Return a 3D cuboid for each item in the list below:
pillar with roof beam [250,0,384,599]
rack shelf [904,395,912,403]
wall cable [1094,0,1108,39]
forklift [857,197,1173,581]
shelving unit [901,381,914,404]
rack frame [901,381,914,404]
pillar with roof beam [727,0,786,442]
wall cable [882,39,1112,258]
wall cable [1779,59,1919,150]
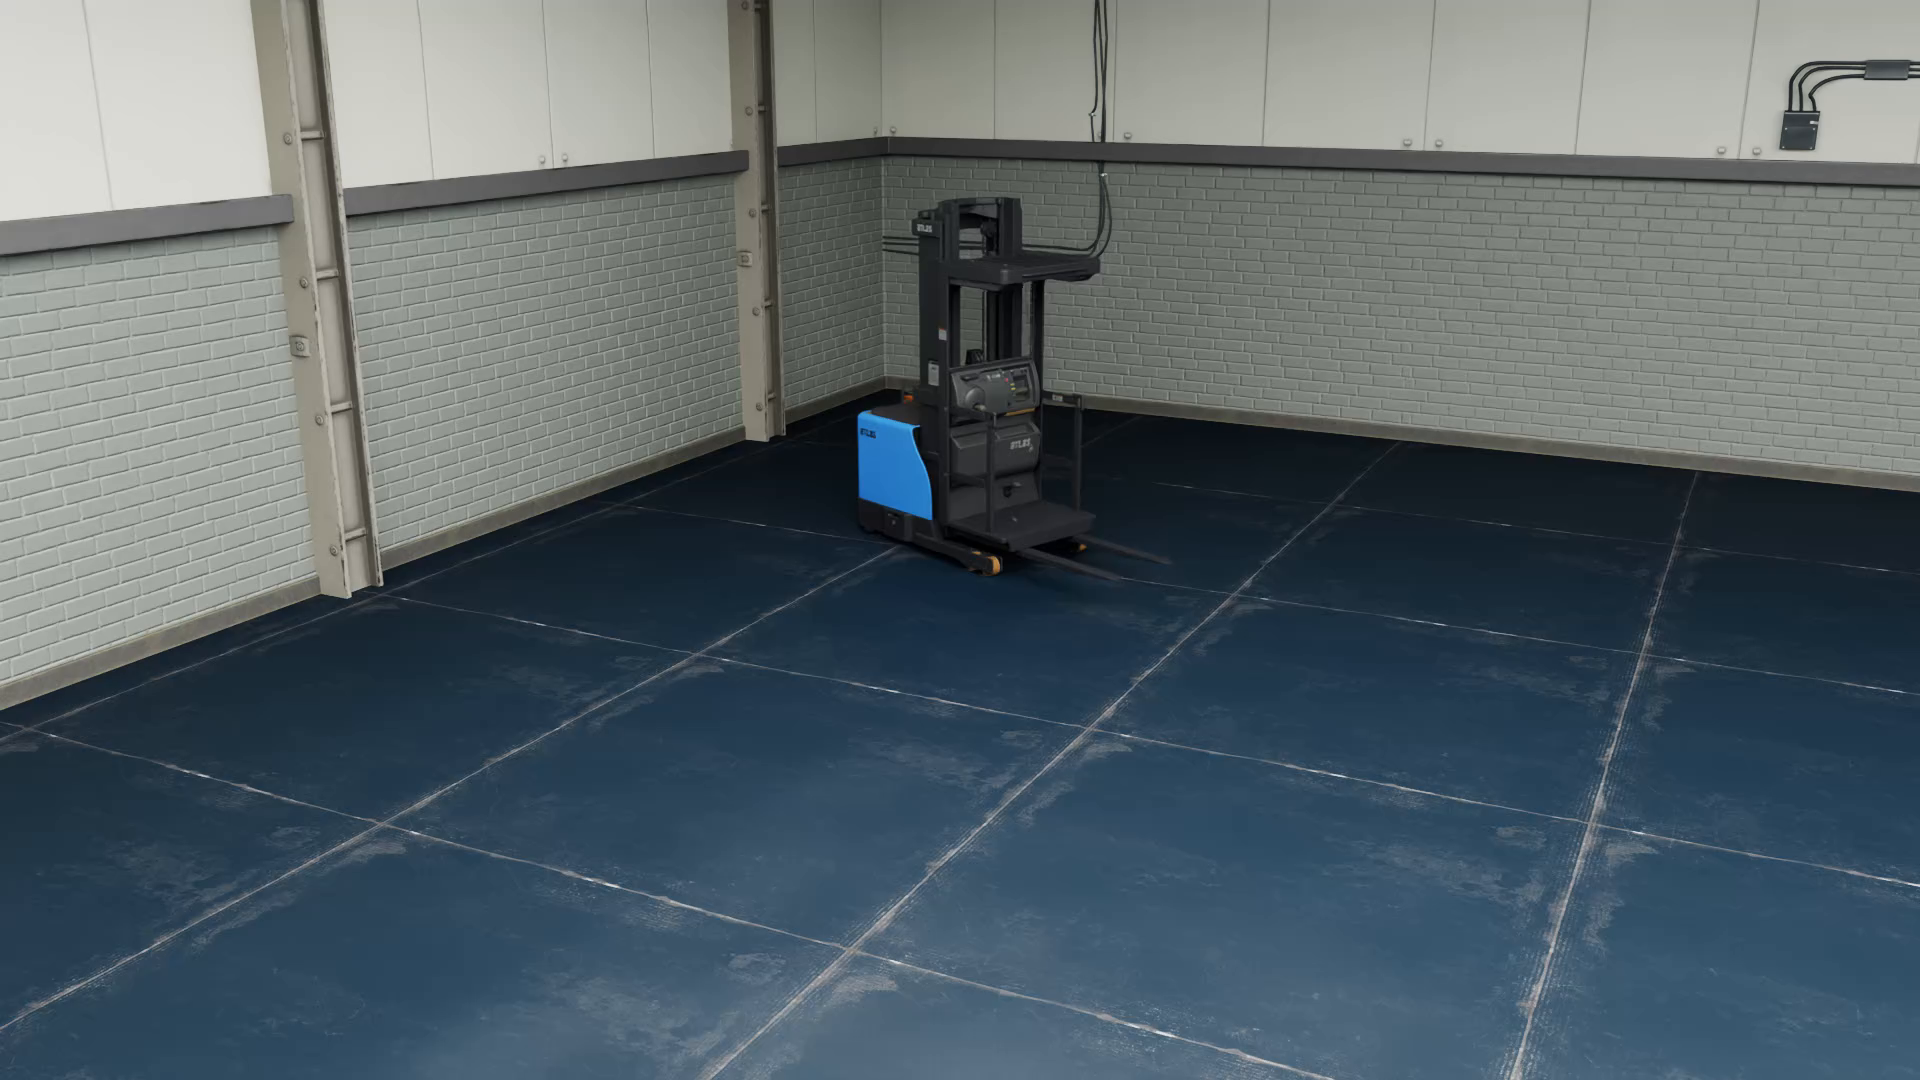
[{"bbox_3d":[-0.986,-3.378,10.092,9.100,9.000,0.400,8,18,25],"label":"pillar with roof beam"},{"bbox_3d":[-0.259,-1.264,15.287,0.480,0.148,0.258,-9,18,-27],"label":"rack shelf"},{"bbox_3d":[2.763,-6.624,17.606,3.097,2.526,0.112,8,18,25],"label":"wall cable"},{"bbox_3d":[0.437,-1.271,13.657,1.130,2.935,3.031,-14,22,-39],"label":"forklift"},{"bbox_3d":[-0.257,-0.886,15.395,0.503,1.200,0.258,-9,18,-27],"label":"shelving unit"},{"bbox_3d":[-0.471,-0.853,15.284,0.015,1.200,0.240,-9,18,-27],"label":"rack frame"},{"bbox_3d":[1.695,-4.906,15.237,9.100,9.000,0.400,8,18,25],"label":"pillar with roof beam"},{"bbox_3d":[0.343,-4.547,19.484,3.097,2.526,0.112,8,18,25],"label":"wall cable"},{"bbox_3d":[8.829,-6.454,14.477,2.305,6.003,0.169,8,18,25],"label":"wall cable"}]
